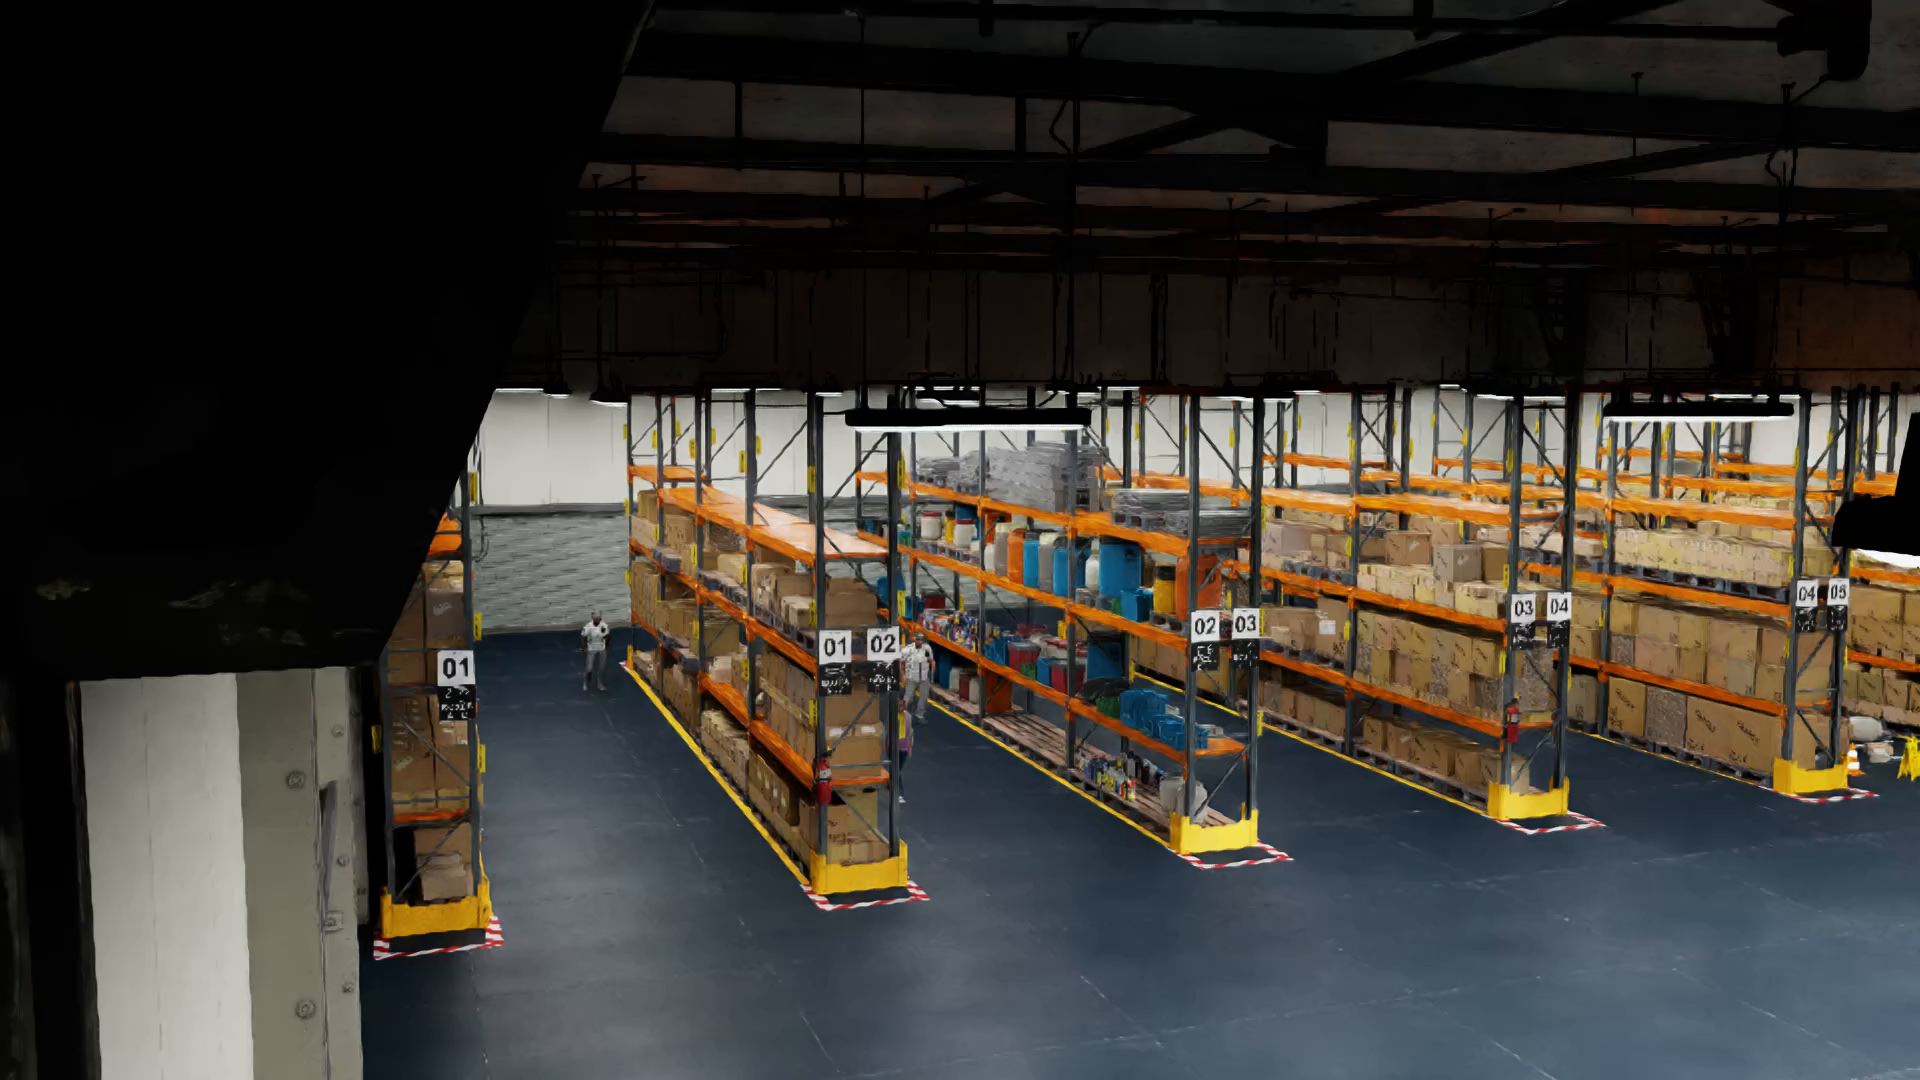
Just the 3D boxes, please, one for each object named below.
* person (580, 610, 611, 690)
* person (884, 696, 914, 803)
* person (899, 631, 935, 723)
[{"bbox_3d":[-7.152,2.158,32.671,0.592,1.629,0.531,-2,6,-21],"label":"person"},{"bbox_3d":[-0.895,3.038,24.513,0.416,1.525,1.034,-2,6,-20],"label":"person"},{"bbox_3d":[-0.776,2.431,29.583,0.682,1.715,0.542,-2,6,-20],"label":"person"}]
